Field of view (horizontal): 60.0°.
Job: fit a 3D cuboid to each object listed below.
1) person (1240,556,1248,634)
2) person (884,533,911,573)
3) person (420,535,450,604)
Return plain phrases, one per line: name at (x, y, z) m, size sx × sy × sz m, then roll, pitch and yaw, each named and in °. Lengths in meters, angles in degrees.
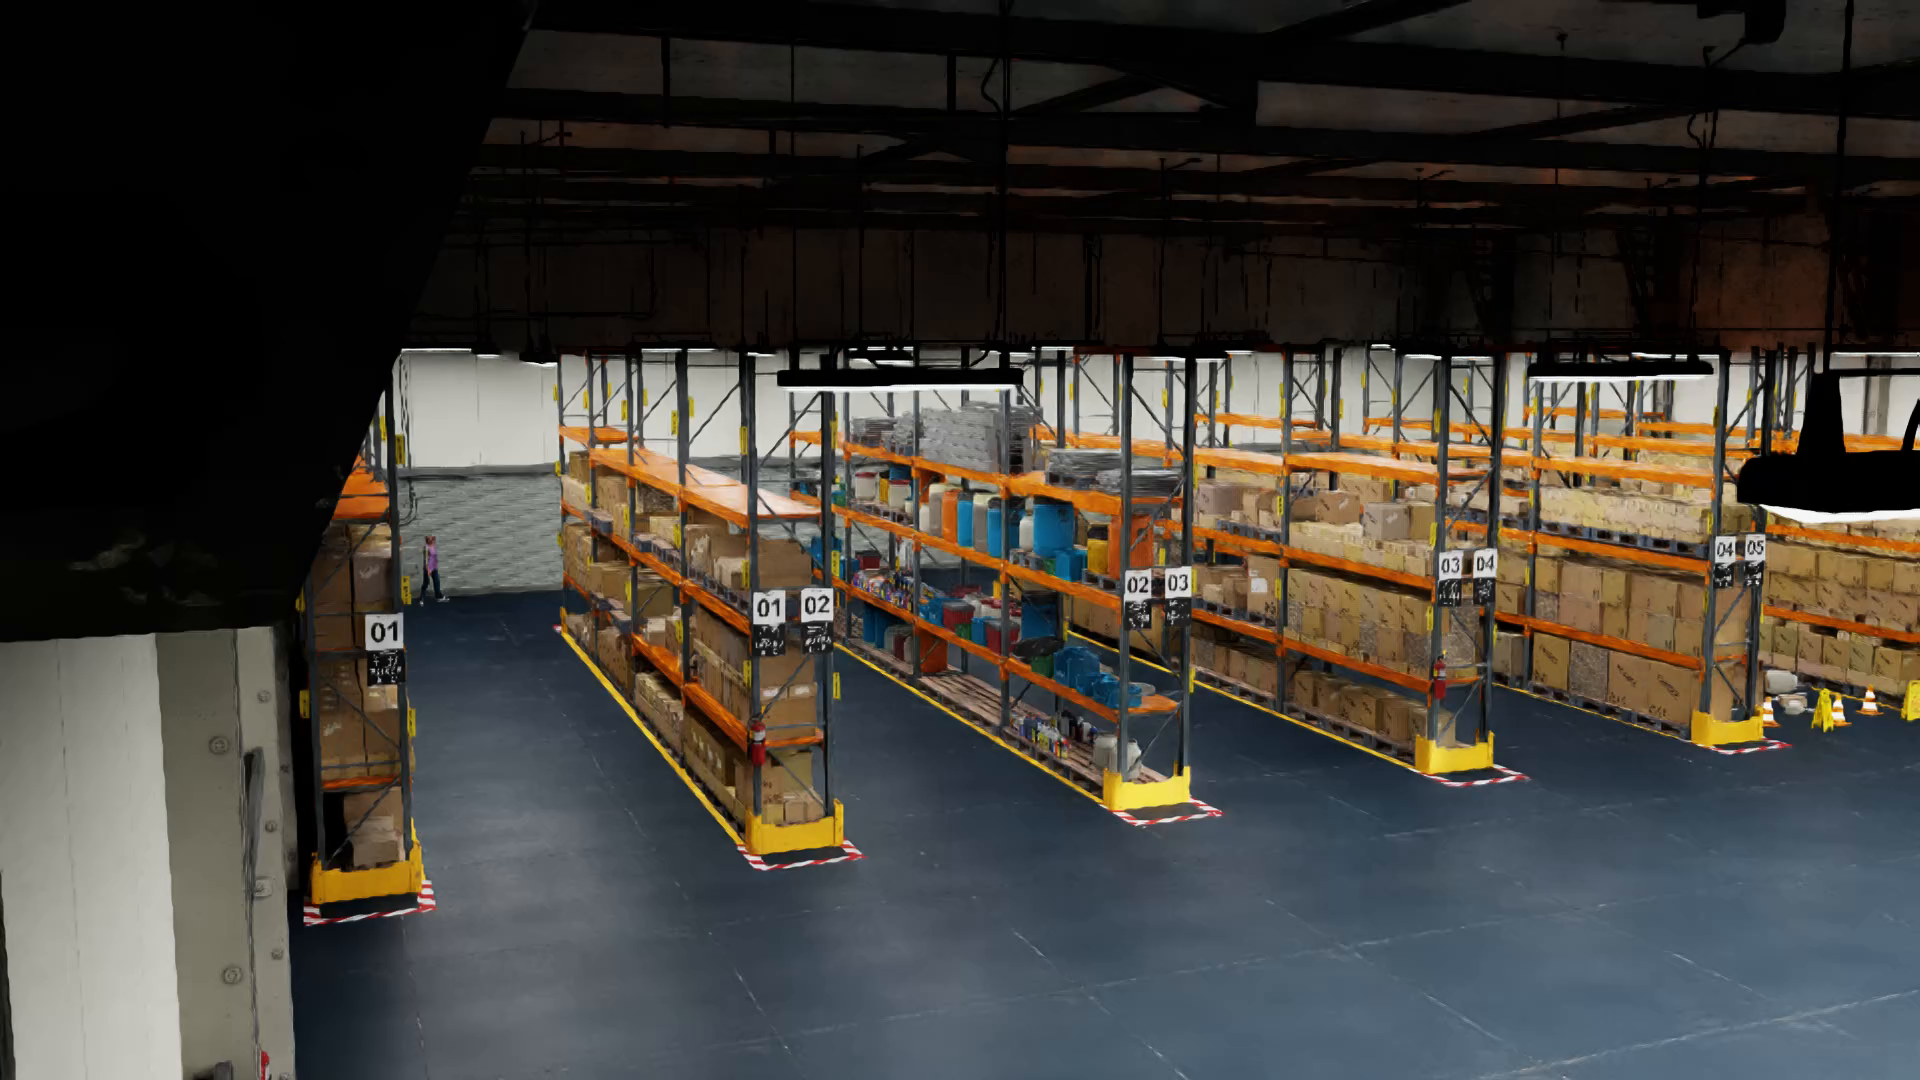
person at (5.825, 1.139, 34.414) m, size 0.682 × 1.676 × 0.535 m, roll -3°, pitch 8°, yaw -22°
person at (-1.433, 0.576, 38.612) m, size 0.553 × 1.725 × 1.030 m, roll -3°, pitch 8°, yaw -22°
person at (-12.186, 0.664, 38.355) m, size 0.527 × 1.588 × 0.626 m, roll 2°, pitch 7°, yaw 13°
